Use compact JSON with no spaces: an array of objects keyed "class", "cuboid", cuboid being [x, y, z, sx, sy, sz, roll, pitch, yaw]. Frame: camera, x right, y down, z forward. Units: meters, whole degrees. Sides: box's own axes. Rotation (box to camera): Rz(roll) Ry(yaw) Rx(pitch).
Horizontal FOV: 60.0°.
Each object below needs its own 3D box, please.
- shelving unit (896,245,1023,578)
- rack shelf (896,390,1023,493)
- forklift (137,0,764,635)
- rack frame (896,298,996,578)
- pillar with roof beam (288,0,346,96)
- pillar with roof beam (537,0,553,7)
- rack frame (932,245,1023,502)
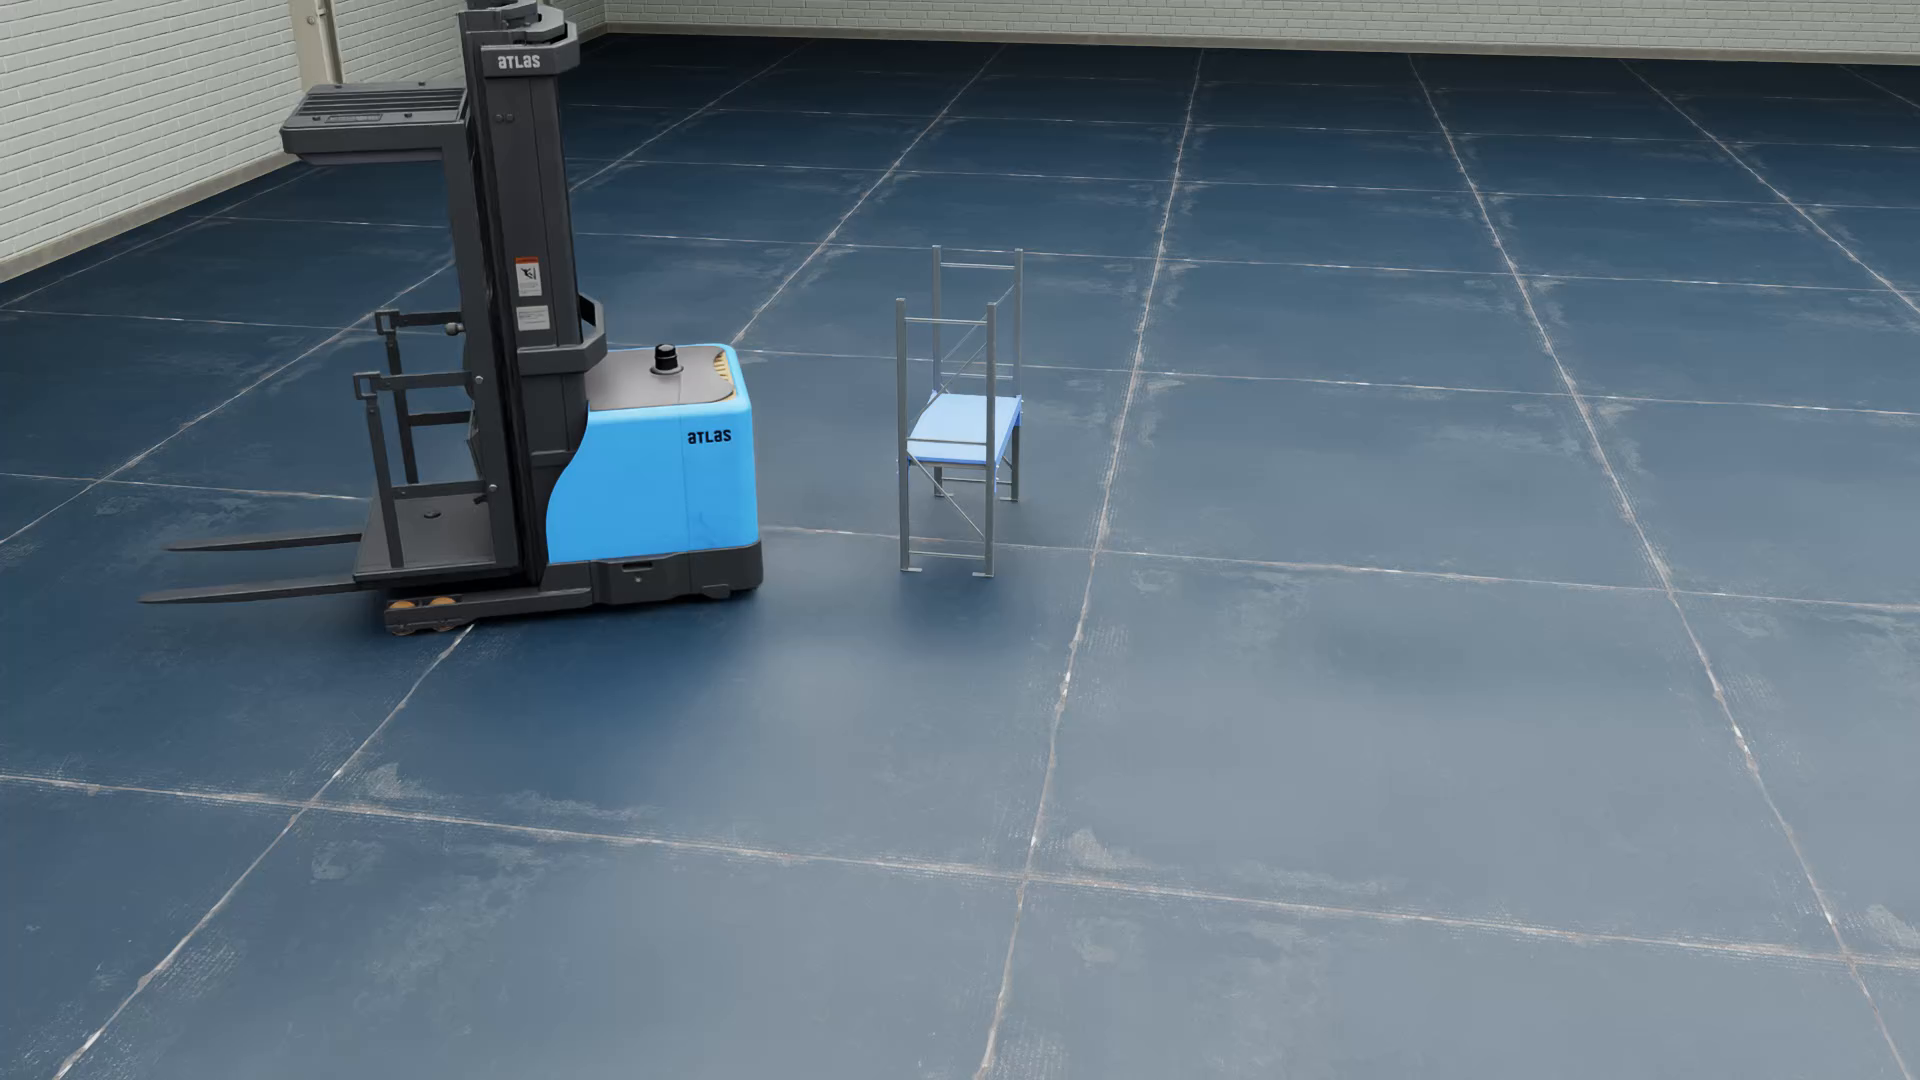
[{"class":"shelving unit","cuboid":[0.014,-0.715,9.008,0.538,1.500,1.048,4,25,9]},{"class":"rack shelf","cuboid":[0.014,-0.552,9.085,0.538,0.185,1.000,4,25,9]},{"class":"forklift","cuboid":[-2.592,-1.100,8.143,3.031,2.935,1.130,-5,26,-11]},{"class":"rack frame","cuboid":[-0.069,-0.502,8.554,0.500,1.500,0.032,4,25,9]},{"class":"pillar with roof beam","cuboid":[-2.728,-8.129,16.003,9.100,9.000,0.400,4,25,9]},{"class":"pillar with roof beam","cuboid":[-1.747,-10.639,21.364,9.100,9.000,0.400,4,25,9]},{"class":"rack frame","cuboid":[0.097,-0.928,9.462,0.500,1.500,0.032,4,25,9]}]
